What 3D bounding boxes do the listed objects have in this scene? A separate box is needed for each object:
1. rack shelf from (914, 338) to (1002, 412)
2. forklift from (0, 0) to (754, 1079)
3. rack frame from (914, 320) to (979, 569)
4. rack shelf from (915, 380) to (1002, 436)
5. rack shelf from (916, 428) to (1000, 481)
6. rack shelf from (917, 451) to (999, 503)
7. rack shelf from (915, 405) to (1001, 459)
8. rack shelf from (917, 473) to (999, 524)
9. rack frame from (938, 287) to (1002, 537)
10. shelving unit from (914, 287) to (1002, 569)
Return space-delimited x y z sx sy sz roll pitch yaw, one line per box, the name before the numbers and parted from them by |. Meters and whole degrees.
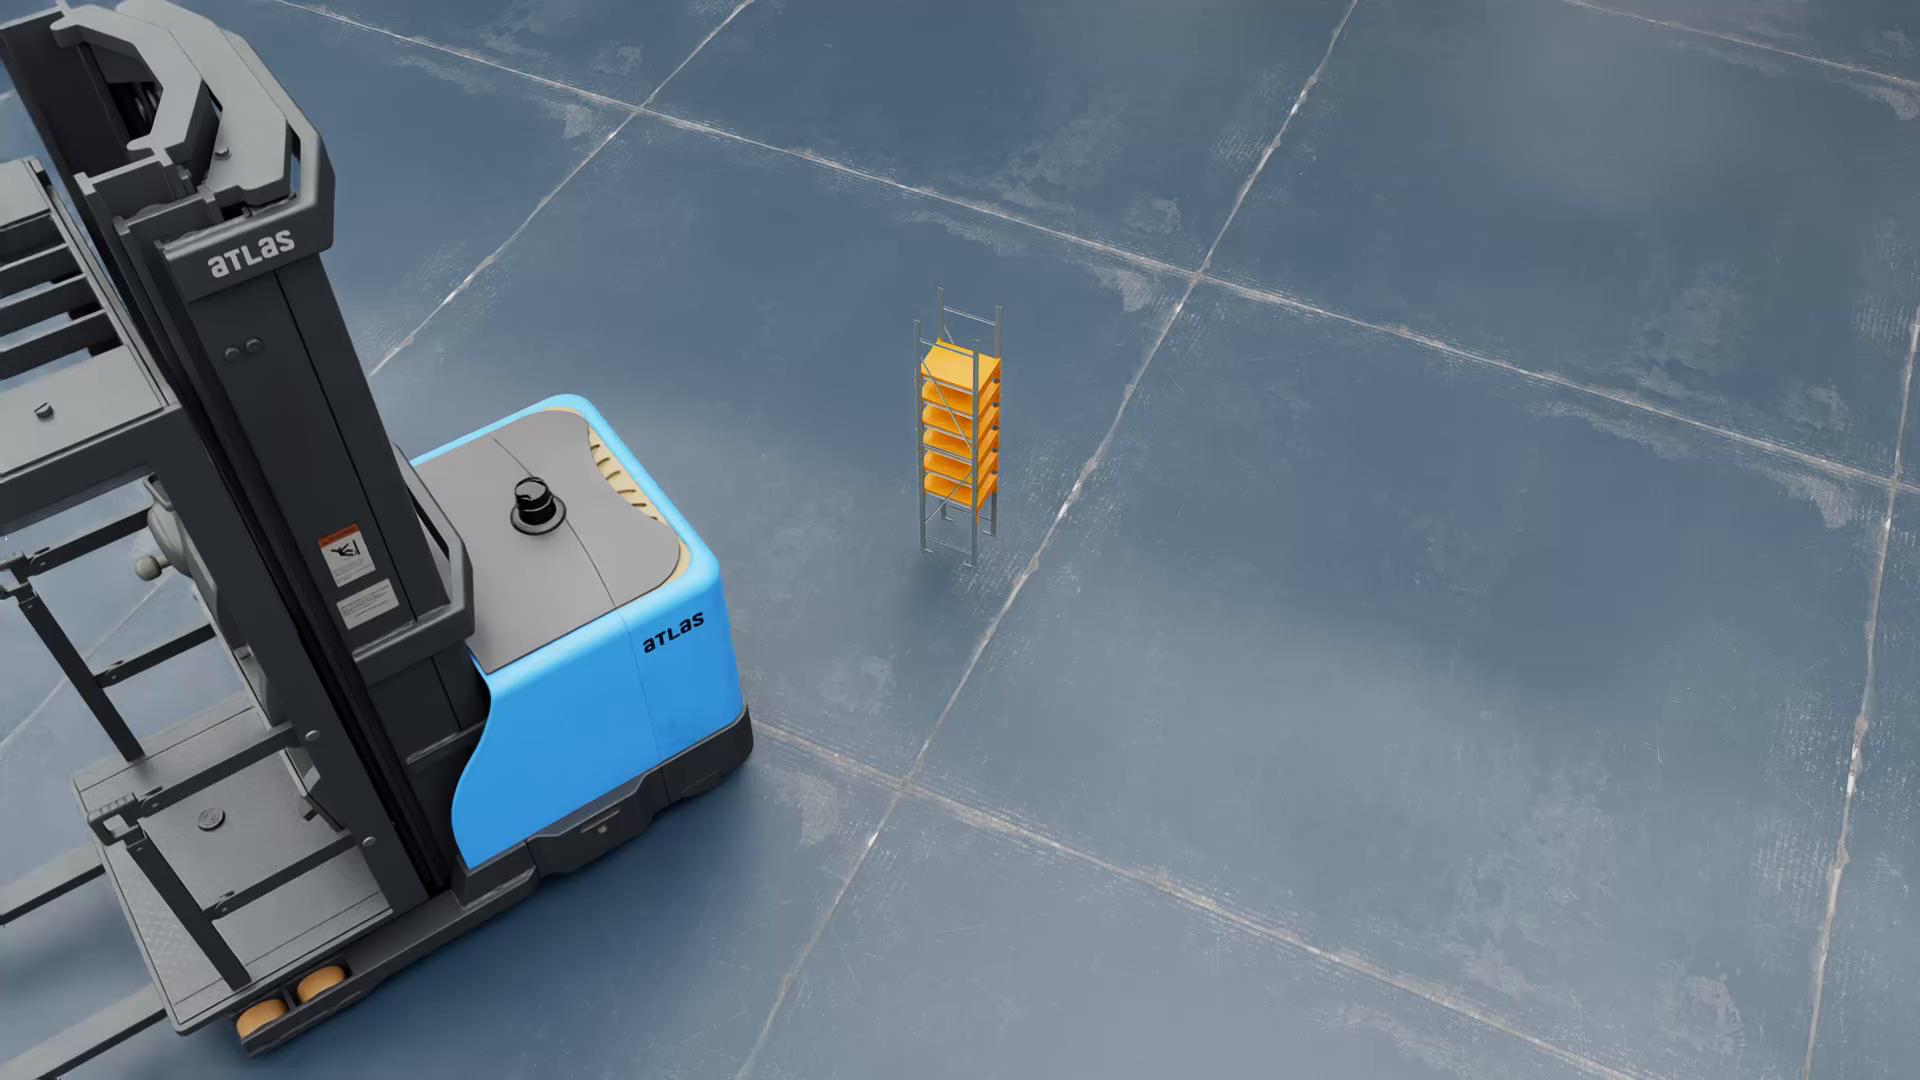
rack shelf | -0.006 -0.583 5.859 0.258 0.103 0.180 20 52 16
forklift | -2.222 0.181 4.486 3.031 2.935 1.130 -29 55 -22
rack frame | -0.045 -0.316 6.046 0.240 1.200 0.006 20 52 16
rack shelf | -0.006 -0.506 5.951 0.258 0.103 0.180 20 52 16
rack shelf | -0.006 -0.350 6.134 0.258 0.103 0.180 20 52 16
rack shelf | -0.006 -0.272 6.225 0.258 0.103 0.180 20 52 16
rack shelf | -0.006 -0.428 6.042 0.258 0.103 0.180 20 52 16
rack shelf | -0.006 -0.195 6.316 0.258 0.103 0.180 20 52 16
rack frame | 0.033 -0.442 6.153 0.240 1.200 0.006 20 52 16
shelving unit | -0.006 -0.379 6.100 0.258 1.200 0.189 20 52 16
